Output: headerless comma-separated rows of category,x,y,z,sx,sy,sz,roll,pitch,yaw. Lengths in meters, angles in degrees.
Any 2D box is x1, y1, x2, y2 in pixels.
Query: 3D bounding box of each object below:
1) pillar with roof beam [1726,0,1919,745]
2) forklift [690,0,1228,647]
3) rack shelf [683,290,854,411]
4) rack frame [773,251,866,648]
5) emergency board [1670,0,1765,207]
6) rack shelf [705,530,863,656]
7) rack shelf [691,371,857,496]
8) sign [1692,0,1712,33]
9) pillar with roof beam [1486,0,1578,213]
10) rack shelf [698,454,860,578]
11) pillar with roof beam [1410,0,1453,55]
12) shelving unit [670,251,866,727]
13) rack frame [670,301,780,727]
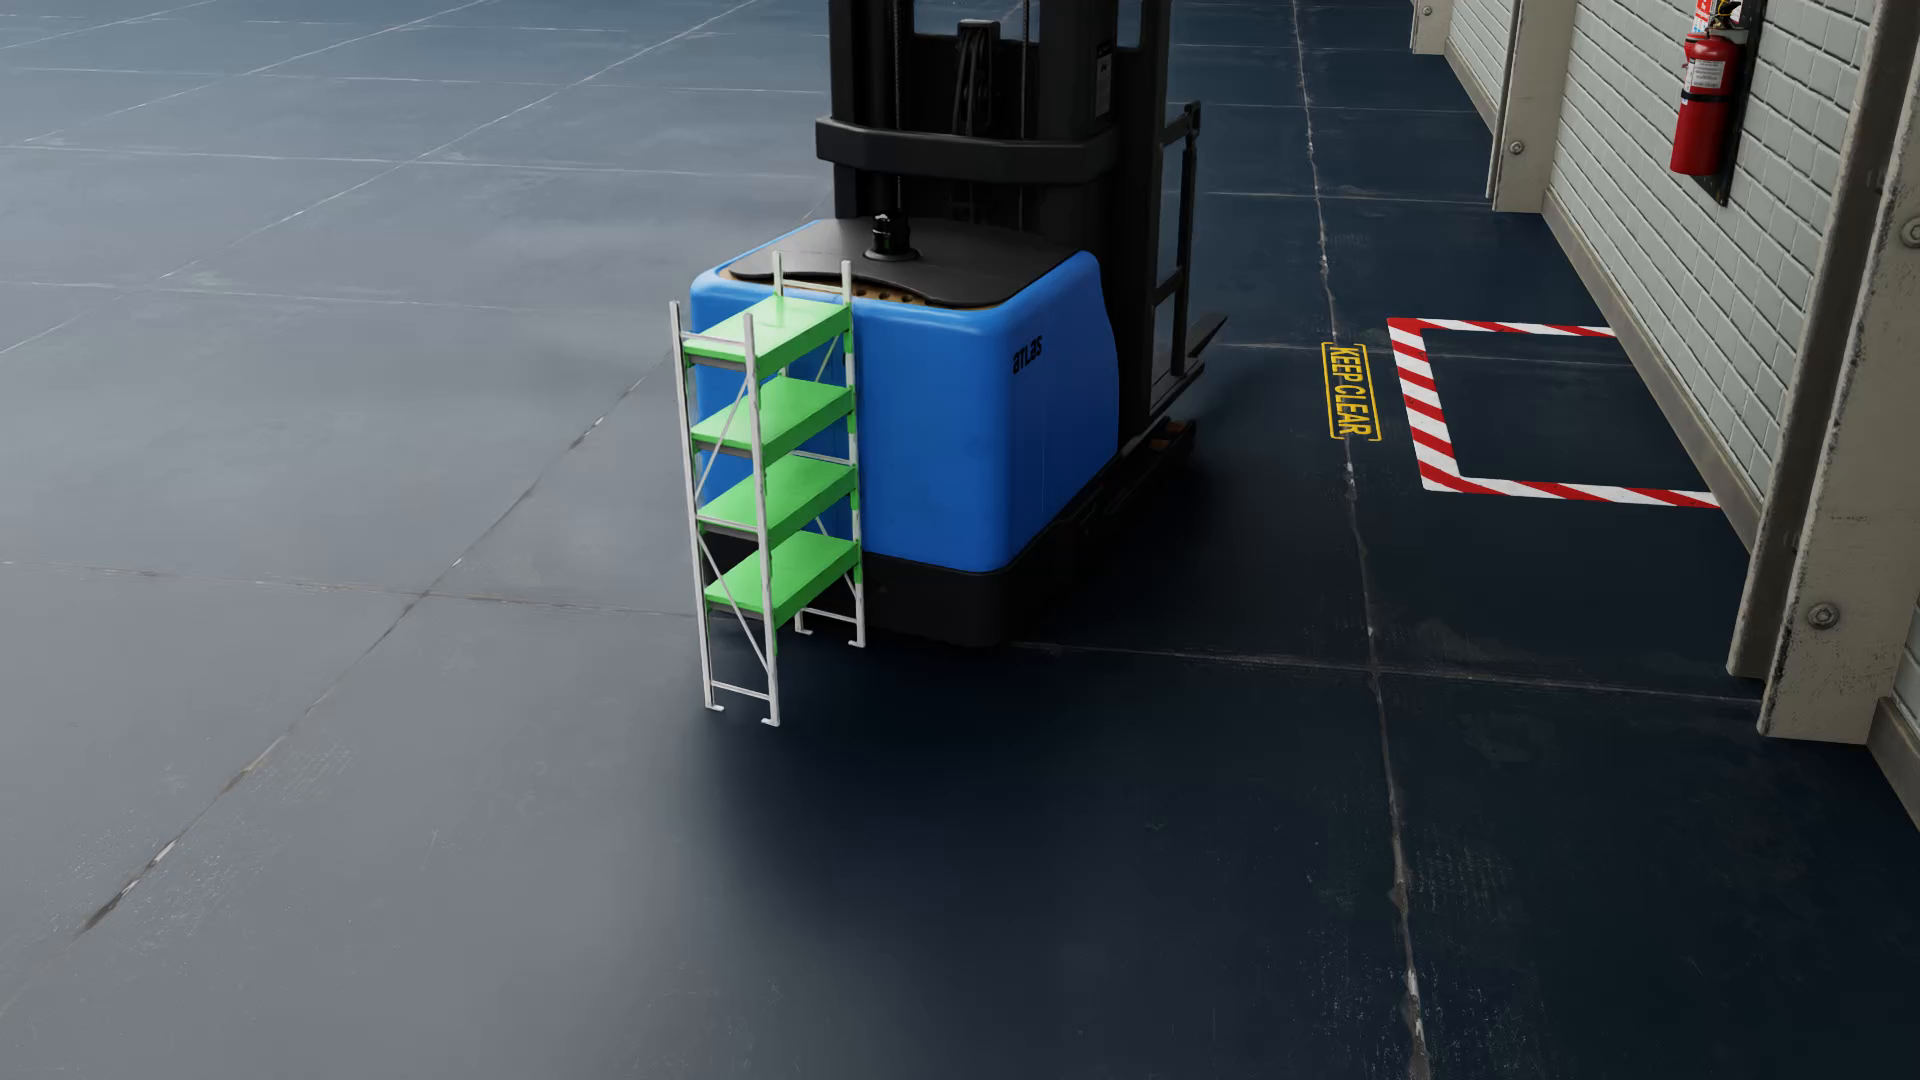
pillar with roof beam,-1.849,-3.905,3.478,9.100,9.000,0.400,4,25,9
forklift,0.255,-1.607,5.725,1.130,2.935,3.031,11,27,22
rack shelf,-0.514,-0.514,4.438,0.258,0.148,0.480,12,29,24
rack frame,-0.402,-0.237,4.817,0.240,1.200,0.015,12,29,24
emergency board,2.840,-1.921,6.315,0.194,1.169,0.643,4,25,9
rack shelf,-0.507,0.133,4.755,0.258,0.148,0.480,12,29,24
rack shelf,-0.512,-0.298,4.544,0.258,0.148,0.480,12,29,24
sign,3.032,-2.161,6.786,0.001,0.329,0.234,4,25,9
pillar with roof beam,-0.868,-6.415,8.839,9.100,9.000,0.400,4,25,9
rack shelf,-0.509,-0.083,4.650,0.258,0.148,0.480,12,29,24
pillar with roof beam,0.112,-8.924,14.200,9.100,9.000,0.400,4,25,9
shelving unit,-0.510,-0.140,4.621,0.258,1.200,0.503,12,29,24
rack frame,-0.618,-0.043,4.426,0.240,1.200,0.015,12,29,24
